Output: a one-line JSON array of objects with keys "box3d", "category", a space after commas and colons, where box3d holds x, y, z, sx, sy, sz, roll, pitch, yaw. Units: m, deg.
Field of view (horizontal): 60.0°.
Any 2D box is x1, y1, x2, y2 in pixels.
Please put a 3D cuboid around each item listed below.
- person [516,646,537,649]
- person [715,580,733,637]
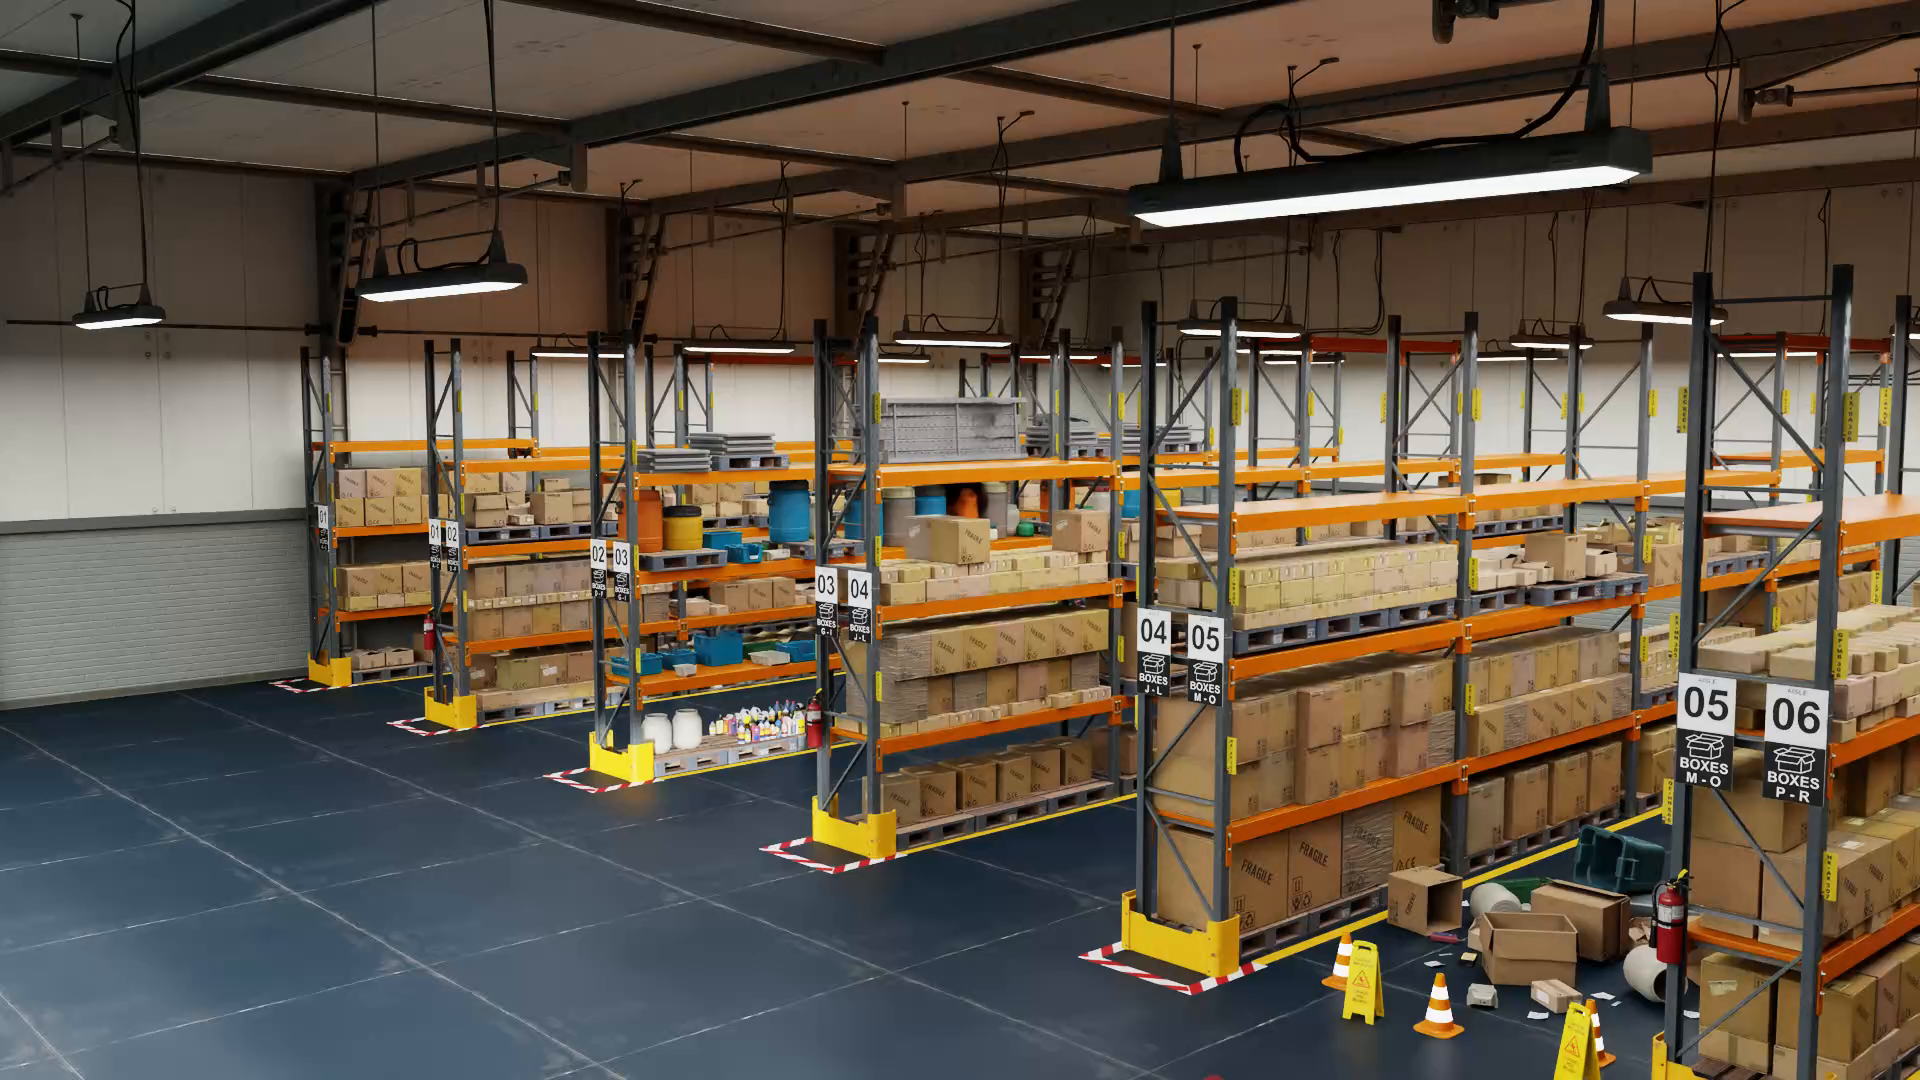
[{"box3d": [-7.407, 1.801, 28.906, 0.760, 1.748, 0.596, -4, 7, -41], "category": "person"}, {"box3d": [-4.507, 1.553, 32.261, 0.537, 1.549, 0.594, 5, 7, 44], "category": "person"}]
